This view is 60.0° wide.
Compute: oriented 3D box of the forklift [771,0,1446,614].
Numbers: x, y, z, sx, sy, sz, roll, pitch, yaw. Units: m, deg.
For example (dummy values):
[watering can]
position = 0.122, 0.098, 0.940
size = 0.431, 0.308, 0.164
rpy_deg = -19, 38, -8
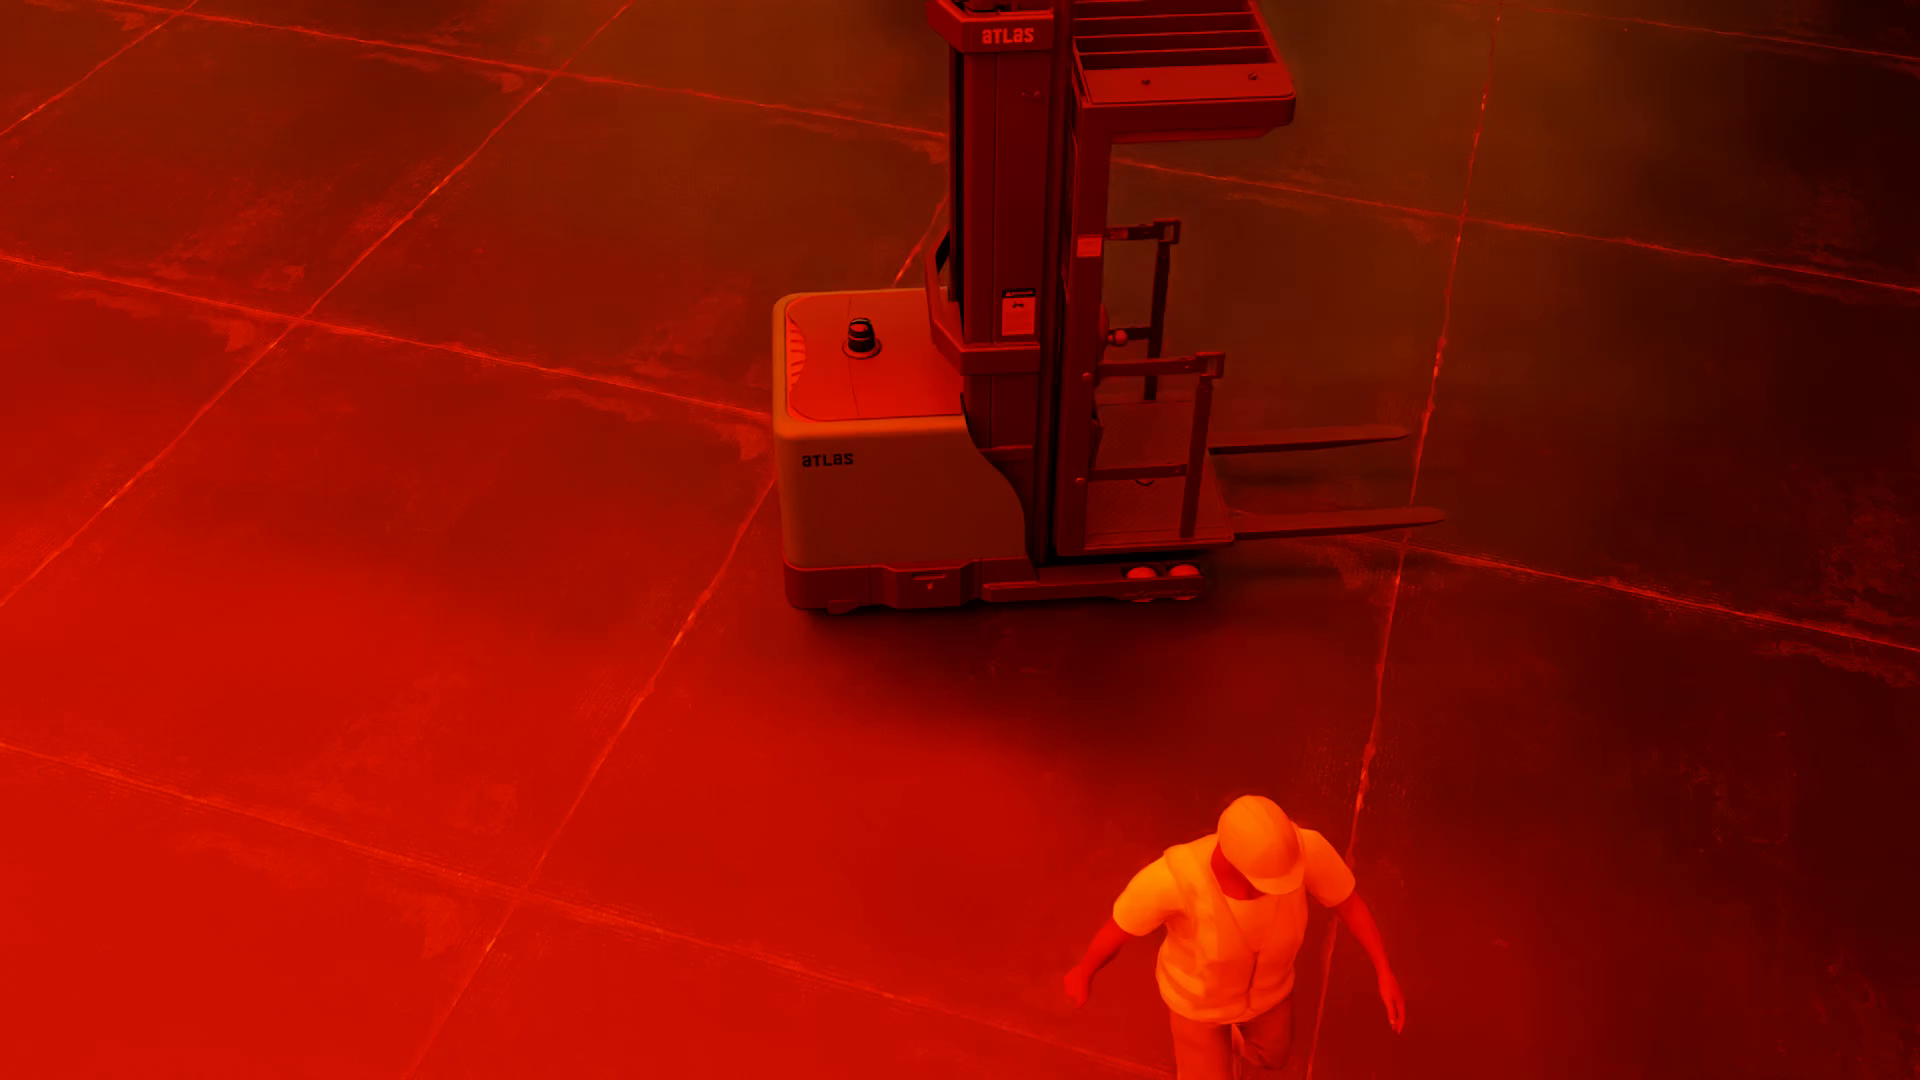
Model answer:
[forklift]
position = 0.694, -1.148, 6.923
size = 3.031, 2.935, 1.130
rpy_deg = -3, 43, -3

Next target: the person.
[person]
position = 0.815, 1.360, 5.097
size = 0.907, 1.746, 0.684
rpy_deg = -14, 45, -14
